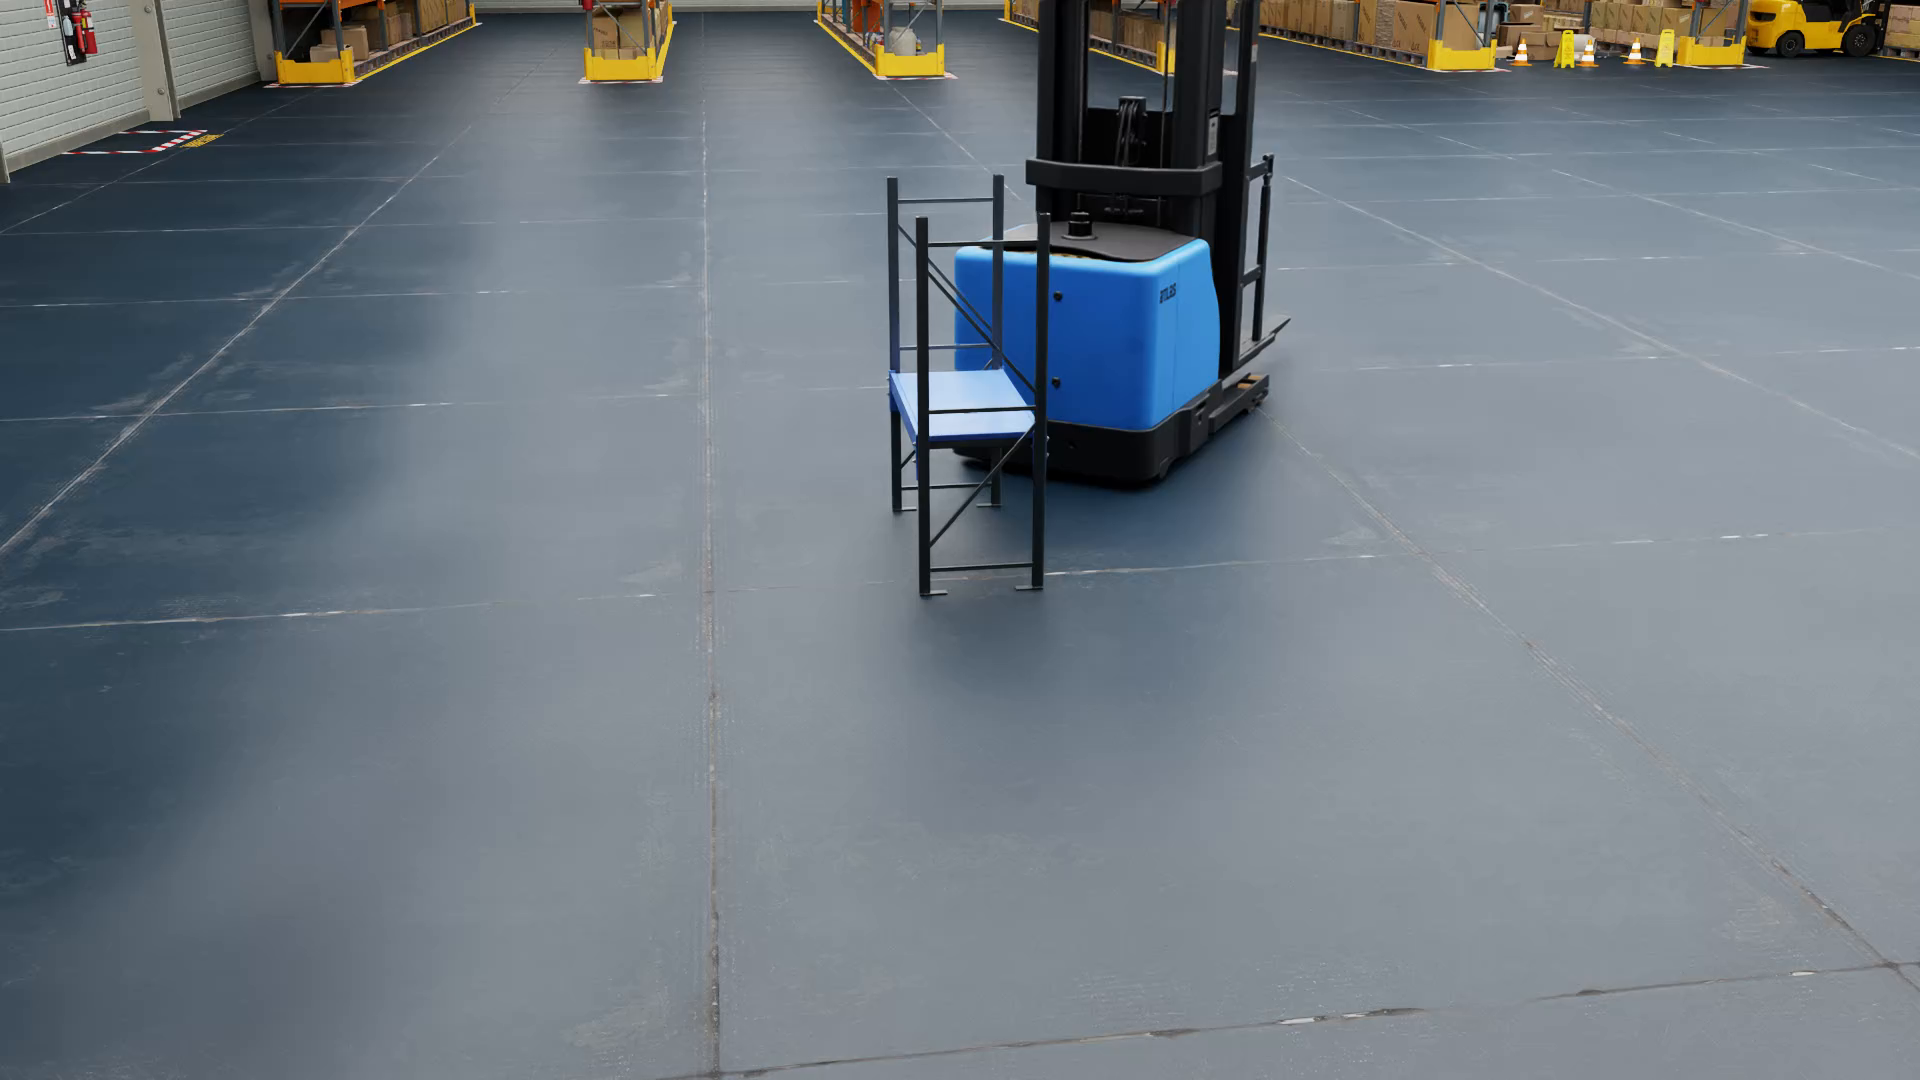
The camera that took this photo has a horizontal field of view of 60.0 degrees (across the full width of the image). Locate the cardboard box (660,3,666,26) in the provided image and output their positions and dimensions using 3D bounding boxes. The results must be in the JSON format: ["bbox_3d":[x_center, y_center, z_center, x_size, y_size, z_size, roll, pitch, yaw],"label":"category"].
[{"bbox_3d":[-7.025,-12.059,38.159,0.500,0.500,0.500,-3,21,-8],"label":"cardboard box"}]

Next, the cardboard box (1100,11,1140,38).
[{"bbox_3d":[3.316,-10.689,34.491,0.700,0.500,0.500,-5,21,-12],"label":"cardboard box"}]

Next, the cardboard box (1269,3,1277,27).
[{"bbox_3d":[7.436,-12.101,38.300,0.500,0.500,0.500,-2,21,-6],"label":"cardboard box"}]

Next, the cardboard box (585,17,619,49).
[{"bbox_3d":[-6.084,-8.627,28.286,0.500,0.500,0.500,-3,21,-8],"label":"cardboard box"}]

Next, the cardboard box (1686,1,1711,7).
[{"bbox_3d":[17.382,-12.378,39.042,0.500,0.500,0.500,-2,21,-6],"label":"cardboard box"}]

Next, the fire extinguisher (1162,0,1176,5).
[{"bbox_3d":[3.651,-9.596,28.732,0.296,0.674,0.183,-3,21,-8],"label":"fire extinguisher"}]

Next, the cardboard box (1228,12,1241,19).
[{"bbox_3d":[6.890,-13.045,41.330,0.380,0.149,0.250,-3,21,-7],"label":"cardboard box"}]

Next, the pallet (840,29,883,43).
[{"bbox_3d":[-2.118,-11.180,36.848,1.003,0.211,1.213,-3,21,-8],"label":"pallet"}]

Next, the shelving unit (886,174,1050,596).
[{"bbox_3d":[0.012,-0.673,6.875,0.538,1.500,1.048,-3,21,-8],"label":"shelving unit"}]

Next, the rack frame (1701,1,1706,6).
[{"bbox_3d":[17.656,-13.217,38.315,1.000,3.000,0.127,-3,21,-8],"label":"rack frame"}]

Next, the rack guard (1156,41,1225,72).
[{"bbox_3d":[4.080,-8.551,29.395,1.175,0.500,0.348,-3,21,-8],"label":"rack guard"}]

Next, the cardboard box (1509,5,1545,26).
[{"bbox_3d":[11.564,-10.664,33.970,0.500,0.500,0.500,-3,21,-8],"label":"cardboard box"}]

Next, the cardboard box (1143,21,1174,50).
[{"bbox_3d":[3.790,-9.556,31.488,0.500,0.500,0.500,-5,21,-13],"label":"cardboard box"}]

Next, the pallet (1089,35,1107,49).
[{"bbox_3d":[3.222,-10.467,34.938,1.003,0.211,1.213,-3,21,-8],"label":"pallet"}]

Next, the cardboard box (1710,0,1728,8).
[{"bbox_3d":[17.732,-12.084,38.077,0.875,0.625,0.625,-2,21,-6],"label":"cardboard box"}]

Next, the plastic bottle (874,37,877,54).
[{"bbox_3d":[-1.544,-9.032,30.366,0.061,0.283,0.133,-2,21,-6],"label":"plastic bottle"}]

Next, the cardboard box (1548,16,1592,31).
[{"bbox_3d":[13.136,-10.976,35.472,0.950,0.372,0.625,-2,21,-4],"label":"cardboard box"}]

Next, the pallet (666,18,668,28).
[{"bbox_3d":[-7.719,-12.706,40.935,1.003,0.211,1.213,-3,21,-8],"label":"pallet"}]

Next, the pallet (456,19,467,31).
[{"bbox_3d":[-12.555,-12.485,40.341,1.003,0.211,1.213,-3,21,-8],"label":"pallet"}]

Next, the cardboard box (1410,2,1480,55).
[{"bbox_3d":[8.851,-9.343,30.381,0.875,0.875,0.875,-3,21,-7],"label":"cardboard box"}]

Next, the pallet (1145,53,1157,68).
[{"bbox_3d":[3.998,-8.698,30.203,1.003,0.211,1.213,-3,21,-8],"label":"pallet"}]

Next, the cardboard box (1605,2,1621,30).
[{"bbox_3d":[13.228,-10.437,33.132,0.500,0.500,0.500,-2,21,-6],"label":"cardboard box"}]

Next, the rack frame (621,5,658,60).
[{"bbox_3d":[-6.289,-10.582,31.261,1.000,3.000,0.127,-3,21,-8],"label":"rack frame"}]

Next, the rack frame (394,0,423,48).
[{"bbox_3d":[-11.767,-11.716,34.297,1.000,3.000,0.127,-3,21,-8],"label":"rack frame"}]

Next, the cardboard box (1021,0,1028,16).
[{"bbox_3d":[2.087,-13.904,42.592,0.875,0.875,0.875,-3,21,-8],"label":"cardboard box"}]

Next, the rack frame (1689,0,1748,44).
[{"bbox_3d":[13.897,-10.195,30.225,1.000,3.000,0.127,-3,21,-8],"label":"rack frame"}]

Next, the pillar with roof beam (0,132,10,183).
[{"bbox_3d":[-5.581,-8.017,15.820,9.100,9.000,0.400,-3,21,-8],"label":"pillar with roof beam"}]

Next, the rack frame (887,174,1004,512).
[{"bbox_3d":[-0.061,-0.849,7.346,0.500,1.500,0.032,-3,21,-8],"label":"rack frame"}]

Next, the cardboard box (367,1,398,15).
[{"bbox_3d":[-11.592,-10.655,33.329,0.500,0.250,0.500,-3,21,-7],"label":"cardboard box"}]

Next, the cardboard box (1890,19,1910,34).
[{"bbox_3d":[18.368,-9.916,32.095,0.500,0.250,0.500,-3,21,-8],"label":"cardboard box"}]

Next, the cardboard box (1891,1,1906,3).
[{"bbox_3d":[18.642,-10.698,33.471,0.500,0.250,0.500,-3,21,-7],"label":"cardboard box"}]

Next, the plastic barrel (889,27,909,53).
[{"bbox_3d":[-1.053,-8.874,29.645,0.421,0.512,0.421,0,20,0],"label":"plastic barrel"}]

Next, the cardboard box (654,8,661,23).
[{"bbox_3d":[-6.546,-10.969,34.826,0.500,0.311,0.500,-2,21,-6],"label":"cardboard box"}]

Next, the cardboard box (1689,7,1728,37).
[{"bbox_3d":[14.051,-9.756,31.309,0.500,0.500,0.500,-4,21,-10],"label":"cardboard box"}]

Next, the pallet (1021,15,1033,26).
[{"bbox_3d":[2.150,-13.234,42.348,1.003,0.211,1.213,-3,21,-8],"label":"pallet"}]

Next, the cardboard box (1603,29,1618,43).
[{"bbox_3d":[13.227,-10.086,33.264,0.500,0.250,0.500,-2,21,-5],"label":"cardboard box"}]

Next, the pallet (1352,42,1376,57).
[{"bbox_3d":[8.469,-9.722,32.944,1.003,0.211,1.213,-3,21,-8],"label":"pallet"}]

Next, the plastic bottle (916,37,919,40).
[{"bbox_3d":[-0.778,-9.102,30.552,0.061,0.283,0.133,-3,21,-7],"label":"plastic bottle"}]

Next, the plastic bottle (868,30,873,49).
[{"bbox_3d":[-1.654,-9.430,31.334,0.144,0.351,0.185,-4,21,-10],"label":"plastic bottle"}]

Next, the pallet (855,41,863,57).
[{"bbox_3d":[-1.538,-9.794,33.137,1.003,0.211,1.213,-3,21,-8],"label":"pallet"}]

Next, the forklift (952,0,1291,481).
[{"bbox_3d":[1.066,-2.124,8.715,1.130,2.935,3.031,10,23,25],"label":"forklift"}]

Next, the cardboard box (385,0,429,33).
[{"bbox_3d":[-11.743,-11.166,35.299,0.750,0.750,0.750,-3,21,-8],"label":"cardboard box"}]

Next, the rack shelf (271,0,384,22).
[{"bbox_3d":[-10.902,-9.301,28.860,1.077,0.370,4.000,-3,21,-8],"label":"rack shelf"}]
